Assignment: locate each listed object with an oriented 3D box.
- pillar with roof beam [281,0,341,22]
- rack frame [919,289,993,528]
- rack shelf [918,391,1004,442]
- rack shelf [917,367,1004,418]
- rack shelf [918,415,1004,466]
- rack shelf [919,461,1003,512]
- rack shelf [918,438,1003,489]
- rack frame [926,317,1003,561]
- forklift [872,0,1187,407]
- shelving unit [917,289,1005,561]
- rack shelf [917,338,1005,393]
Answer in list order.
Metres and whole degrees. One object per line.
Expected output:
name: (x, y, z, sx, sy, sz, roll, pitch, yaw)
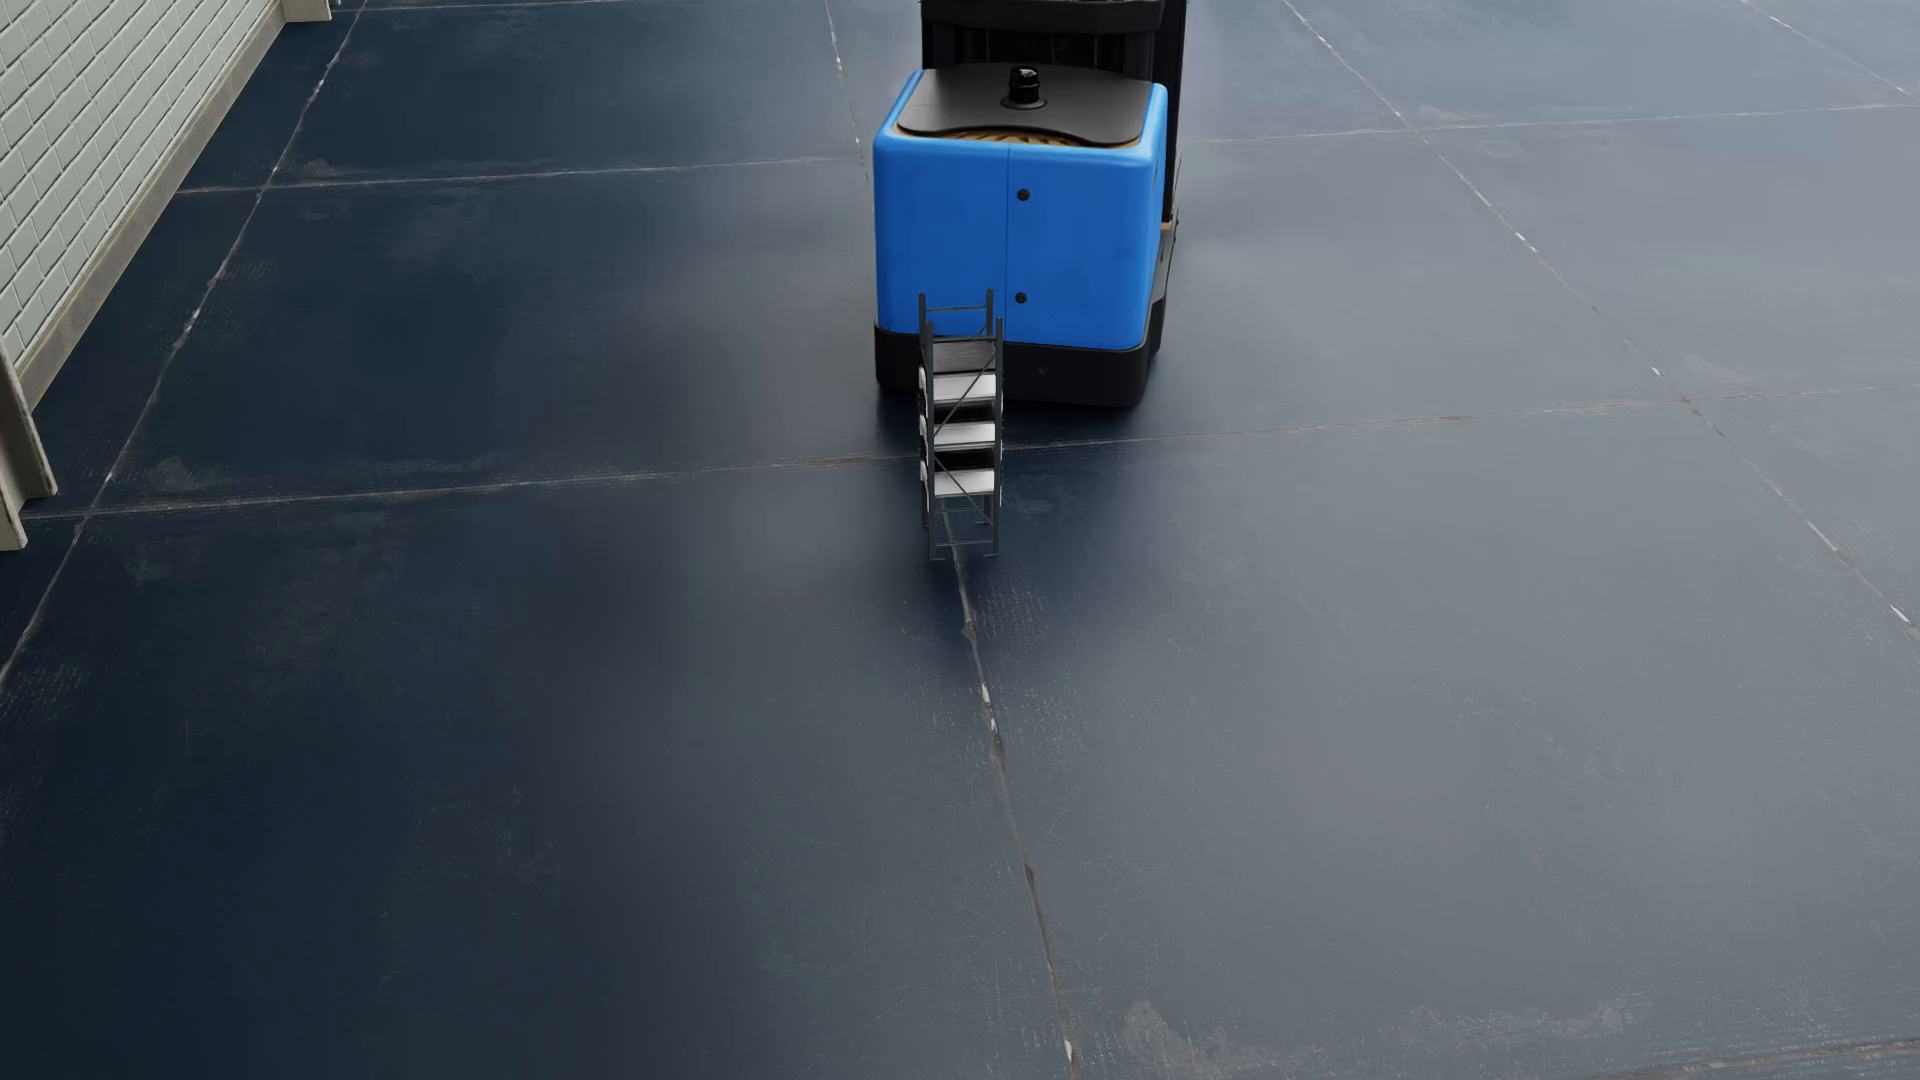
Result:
pillar with roof beam: (0.065, -7.461, 8.707, 9.100, 9.000, 0.400, -4, 35, -6)
rack frame: (-0.013, -0.424, 5.573, 0.240, 0.900, 0.006, -4, 35, -6)
rack shelf: (0.001, -0.414, 5.458, 0.258, 0.077, 0.200, -4, 35, -6)
rack shelf: (0.001, -0.489, 5.407, 0.258, 0.077, 0.200, -4, 35, -6)
rack shelf: (0.001, -0.340, 5.509, 0.258, 0.077, 0.200, -4, 35, -6)
rack shelf: (0.001, -0.191, 5.610, 0.258, 0.077, 0.200, -4, 35, -6)
rack shelf: (0.001, -0.265, 5.559, 0.258, 0.077, 0.200, -4, 35, -6)
rack frame: (0.015, -0.311, 5.407, 0.240, 0.900, 0.006, -4, 35, -6)
forklift: (0.426, -2.540, 6.874, 1.130, 2.935, 3.031, 6, 35, 8)
shelving unit: (0.001, -0.367, 5.490, 0.258, 0.900, 0.210, -4, 35, -6)
rack shelf: (0.001, -0.563, 5.357, 0.258, 0.077, 0.200, -4, 35, -6)
